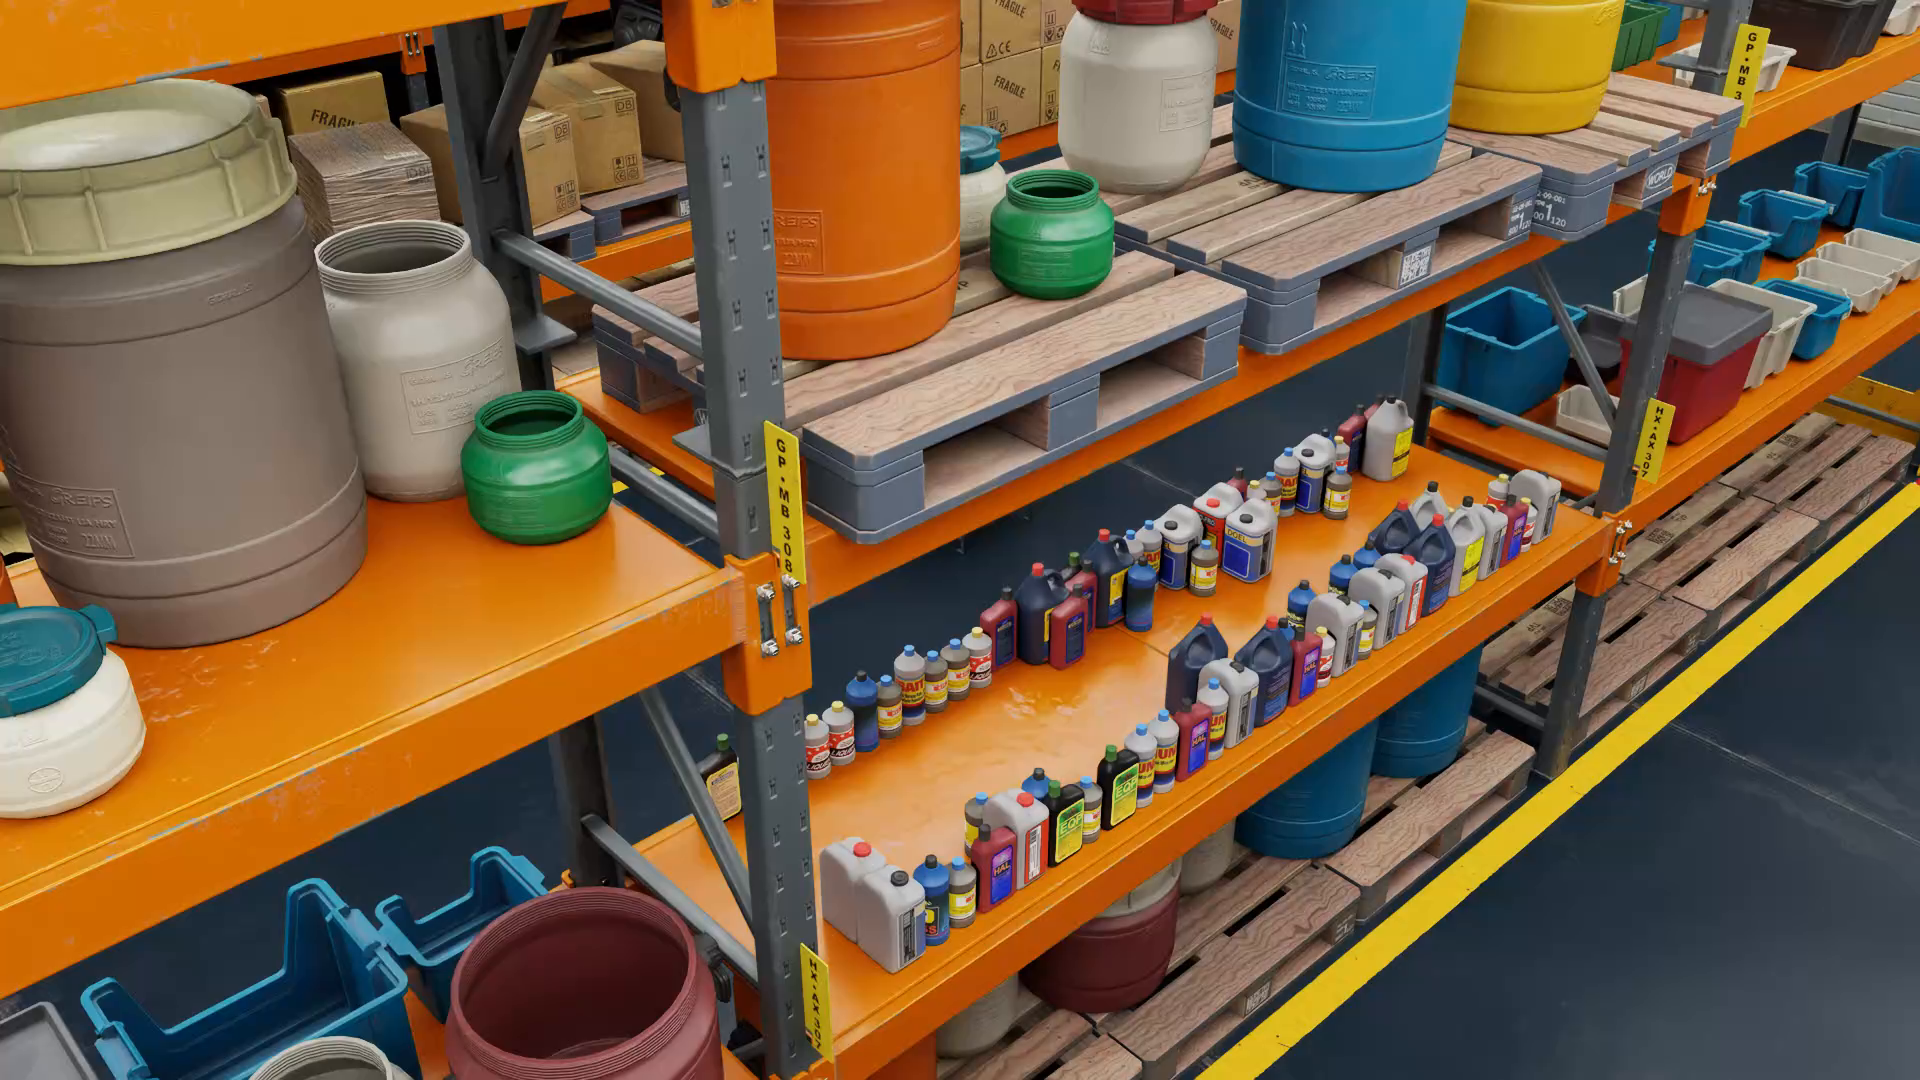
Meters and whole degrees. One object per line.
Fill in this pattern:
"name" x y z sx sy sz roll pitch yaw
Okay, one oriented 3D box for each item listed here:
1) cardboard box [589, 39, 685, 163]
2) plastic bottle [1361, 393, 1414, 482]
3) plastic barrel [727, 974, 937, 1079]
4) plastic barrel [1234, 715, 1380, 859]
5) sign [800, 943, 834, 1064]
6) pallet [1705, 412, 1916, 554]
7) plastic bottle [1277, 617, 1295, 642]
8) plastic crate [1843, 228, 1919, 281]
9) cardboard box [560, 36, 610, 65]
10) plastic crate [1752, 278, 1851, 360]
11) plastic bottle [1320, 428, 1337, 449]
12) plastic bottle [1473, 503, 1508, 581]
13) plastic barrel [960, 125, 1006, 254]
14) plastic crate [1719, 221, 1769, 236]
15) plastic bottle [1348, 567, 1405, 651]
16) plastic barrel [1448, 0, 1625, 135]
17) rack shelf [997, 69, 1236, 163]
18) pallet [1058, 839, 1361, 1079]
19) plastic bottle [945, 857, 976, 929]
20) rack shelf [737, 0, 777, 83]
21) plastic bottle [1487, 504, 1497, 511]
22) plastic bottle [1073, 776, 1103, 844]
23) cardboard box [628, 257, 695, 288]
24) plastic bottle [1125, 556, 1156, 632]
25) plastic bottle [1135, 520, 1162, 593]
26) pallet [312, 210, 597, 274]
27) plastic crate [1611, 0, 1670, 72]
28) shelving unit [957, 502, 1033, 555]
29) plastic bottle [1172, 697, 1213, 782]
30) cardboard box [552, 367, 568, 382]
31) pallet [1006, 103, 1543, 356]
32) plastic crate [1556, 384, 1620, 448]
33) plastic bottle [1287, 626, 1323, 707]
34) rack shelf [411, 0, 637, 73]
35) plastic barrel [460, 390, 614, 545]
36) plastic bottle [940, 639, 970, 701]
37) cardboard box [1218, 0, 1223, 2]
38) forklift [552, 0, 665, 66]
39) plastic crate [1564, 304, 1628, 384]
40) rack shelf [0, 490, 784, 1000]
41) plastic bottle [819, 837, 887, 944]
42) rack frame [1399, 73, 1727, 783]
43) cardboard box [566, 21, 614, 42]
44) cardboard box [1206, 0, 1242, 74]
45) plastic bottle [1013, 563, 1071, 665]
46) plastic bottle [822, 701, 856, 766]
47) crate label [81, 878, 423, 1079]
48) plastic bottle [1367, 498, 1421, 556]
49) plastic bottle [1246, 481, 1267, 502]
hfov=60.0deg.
"cardboard box" -1.648 -2.497 9.459 0.700 0.500 0.500 15 35 23
"plastic bottle" 1.708 -0.425 6.617 0.185 0.351 0.144 -26 40 -35
"plastic barrel" -0.370 1.524 5.060 0.708 0.830 0.600 -26 40 -35
"plastic barrel" 1.287 0.692 6.351 0.708 0.901 0.600 -26 40 -35
"sign" -0.337 1.096 3.926 0.005 0.325 0.100 -26 40 -35
"pallet" 4.519 -0.413 9.223 1.213 0.211 1.003 -26 40 -35
"plastic bottle" 1.035 0.371 5.391 0.097 0.271 0.097 0 31 0
"plastic crate" 4.675 -1.435 8.416 0.243 0.136 0.396 -26 40 -35
"cardboard box" -3.144 -4.103 13.957 0.250 0.149 0.380 -27 41 -37
"plastic crate" 3.818 -1.008 7.626 0.300 0.233 0.416 -26 40 -35
"plastic bottle" 1.416 -0.310 6.505 0.097 0.271 0.097 0 31 0
"plastic bottle" 1.879 -0.015 6.019 0.135 0.276 0.152 -26 40 -35
"plastic barrel" -0.030 -0.879 4.166 0.301 0.262 0.301 0 31 0
"plastic crate" 3.956 -1.509 8.537 0.298 0.136 0.250 -26 40 -35
"plastic bottle" 1.411 0.211 5.648 0.135 0.276 0.152 -26 40 -35
"plastic barrel" 1.685 -1.599 5.031 0.600 0.588 0.600 0 31 0
"rack shelf" 0.318 -2.760 11.078 4.000 0.370 1.077 -26 40 -35
"pallet" 0.727 1.421 6.224 1.213 0.211 1.003 -26 40 -35
"plastic bottle" -0.005 0.947 4.516 0.097 0.201 0.097 0 31 0
"rack shelf" 0.750 -1.834 4.196 4.000 0.370 1.077 -26 40 -35
"plastic bottle" 1.942 -0.037 6.126 0.097 0.201 0.097 0 31 0
"plastic bottle" 0.361 0.770 4.805 0.097 0.201 0.097 0 31 0
"cardboard box" -1.669 -1.400 10.139 0.500 0.500 0.500 27 41 37
"plastic bottle" 0.621 0.178 5.708 0.097 0.271 0.097 0 31 0
"plastic bottle" 0.665 0.053 5.911 0.097 0.271 0.097 0 31 0
"pallet" -2.659 -1.548 8.591 1.213 0.211 1.003 -26 40 -35
"plastic crate" 2.322 -1.916 6.337 0.662 0.188 0.450 -26 40 -35
"shelving unit" 0.121 -0.571 8.533 0.503 1.200 0.258 -26 40 -35
"plastic bottle" 0.699 0.585 5.030 0.133 0.283 0.061 -26 40 -35
"cardboard box" -2.423 -0.663 8.933 0.500 0.500 0.500 -27 41 -37
"pallet" 0.878 -0.942 4.720 1.213 0.211 1.003 -26 40 -35
"plastic crate" 2.655 -0.485 6.863 0.243 0.136 0.396 -26 40 -35
"plastic bottle" 1.102 0.390 5.349 0.133 0.283 0.061 -26 40 -35
"rack shelf" -3.053 -4.654 14.175 4.000 0.370 1.077 -26 40 -35
"plastic barrel" -0.863 -0.149 3.392 0.294 0.245 0.294 0 31 0
"plastic bottle" -0.016 0.413 5.390 0.097 0.201 0.097 0 31 0
"cardboard box" 1.645 -3.982 11.333 0.500 0.500 0.500 -26 40 -36
"forklift" -2.341 -3.508 11.678 3.031 2.935 1.130 -24 39 -34
"plastic crate" 2.855 -0.869 7.502 0.590 0.125 0.437 -26 40 -35
"rack shelf" -2.183 0.694 2.554 4.000 0.370 1.077 -26 40 -35
"plastic bottle" -0.283 0.922 4.485 0.135 0.276 0.152 -26 40 -35
"rack frame" 2.216 -0.461 6.629 0.127 3.000 1.000 -26 40 -35
"cardboard box" -3.190 -4.354 14.366 0.250 0.149 0.380 -27 40 -36
"cardboard box" 1.641 -3.556 11.594 0.500 0.500 0.500 -24 39 -34
"plastic bottle" 0.273 0.226 5.552 0.185 0.351 0.144 -26 40 -35
"plastic bottle" -0.372 0.585 5.108 0.097 0.201 0.097 0 31 0
"crate label" -1.629 1.191 3.892 0.616 0.435 0.502 -26 40 -35
"plastic bottle" 1.531 0.021 5.887 0.185 0.351 0.144 -26 40 -35
"plastic bottle" 1.103 -0.129 6.275 0.097 0.201 0.097 0 31 0
